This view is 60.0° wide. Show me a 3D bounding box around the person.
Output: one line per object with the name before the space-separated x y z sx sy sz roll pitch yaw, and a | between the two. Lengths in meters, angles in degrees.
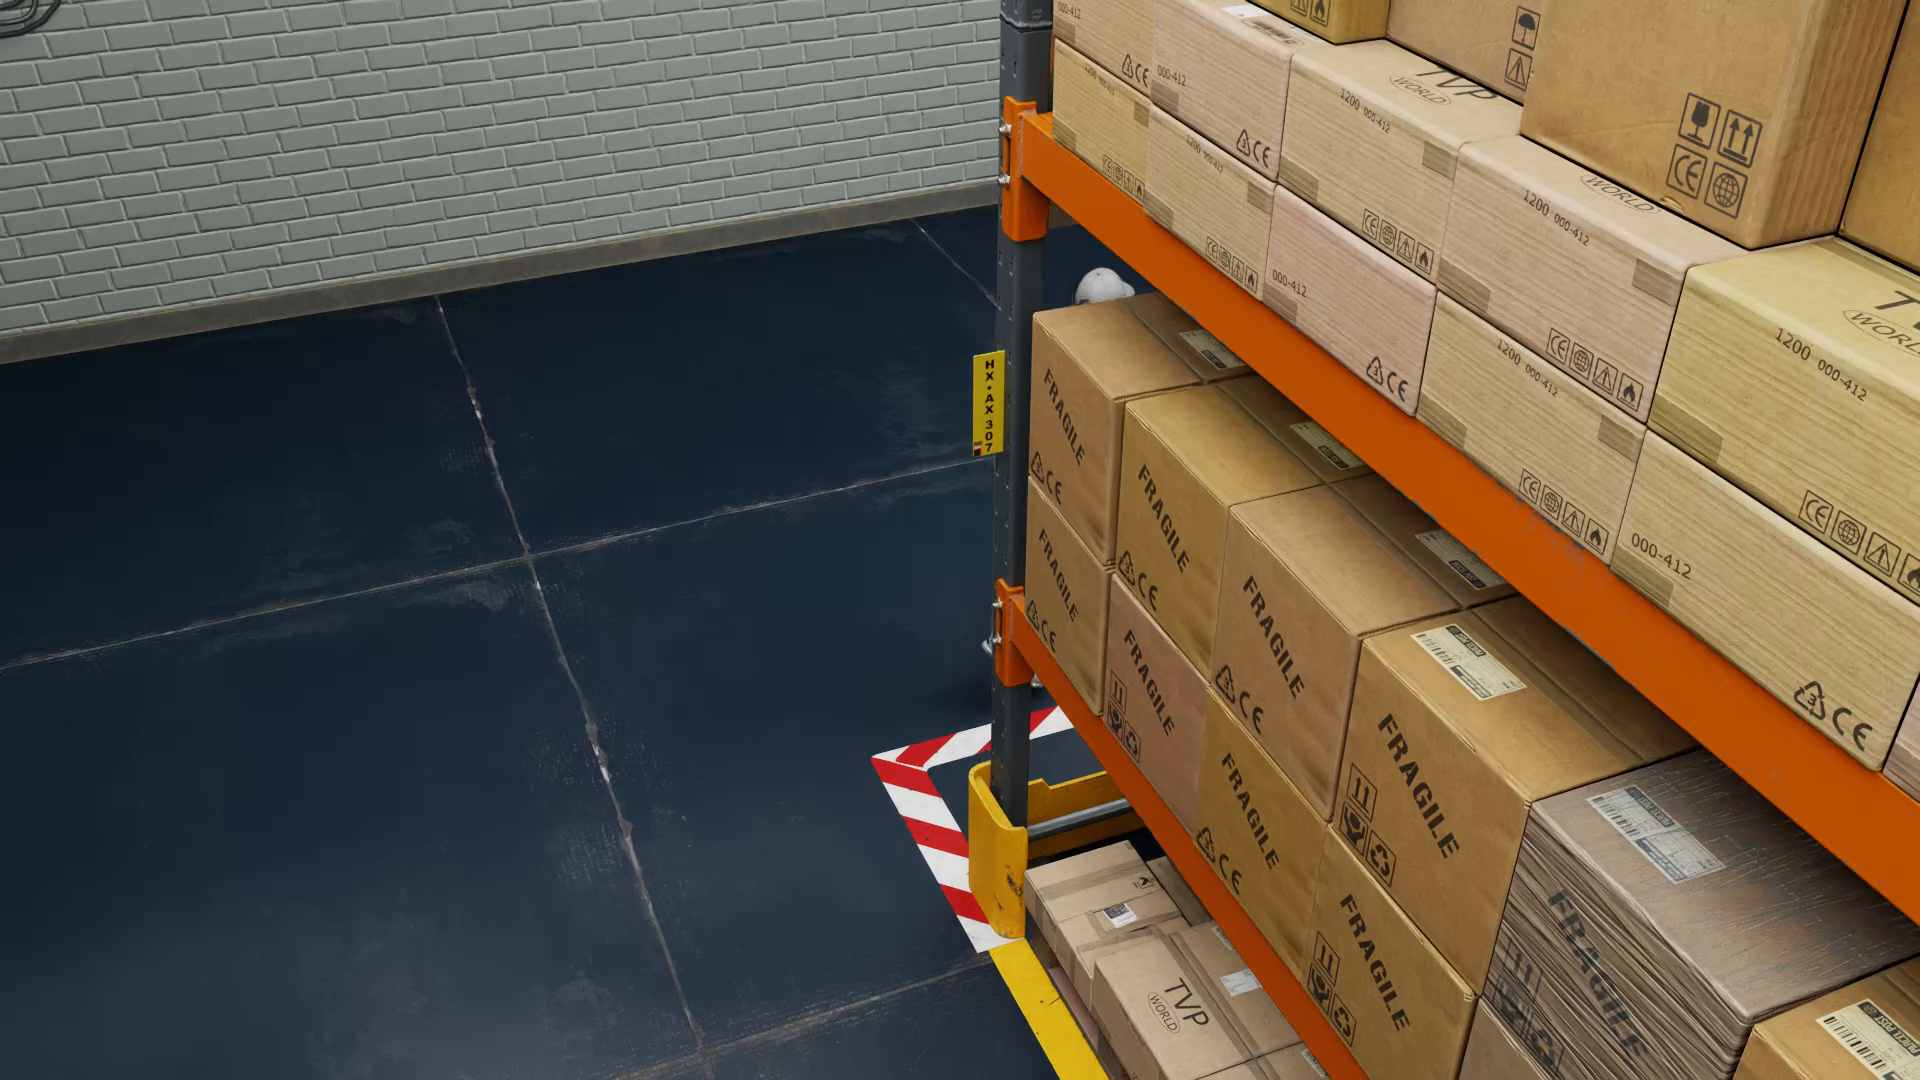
person | 0.447 -0.254 6.504 0.839 1.642 0.545 -16 37 -22
